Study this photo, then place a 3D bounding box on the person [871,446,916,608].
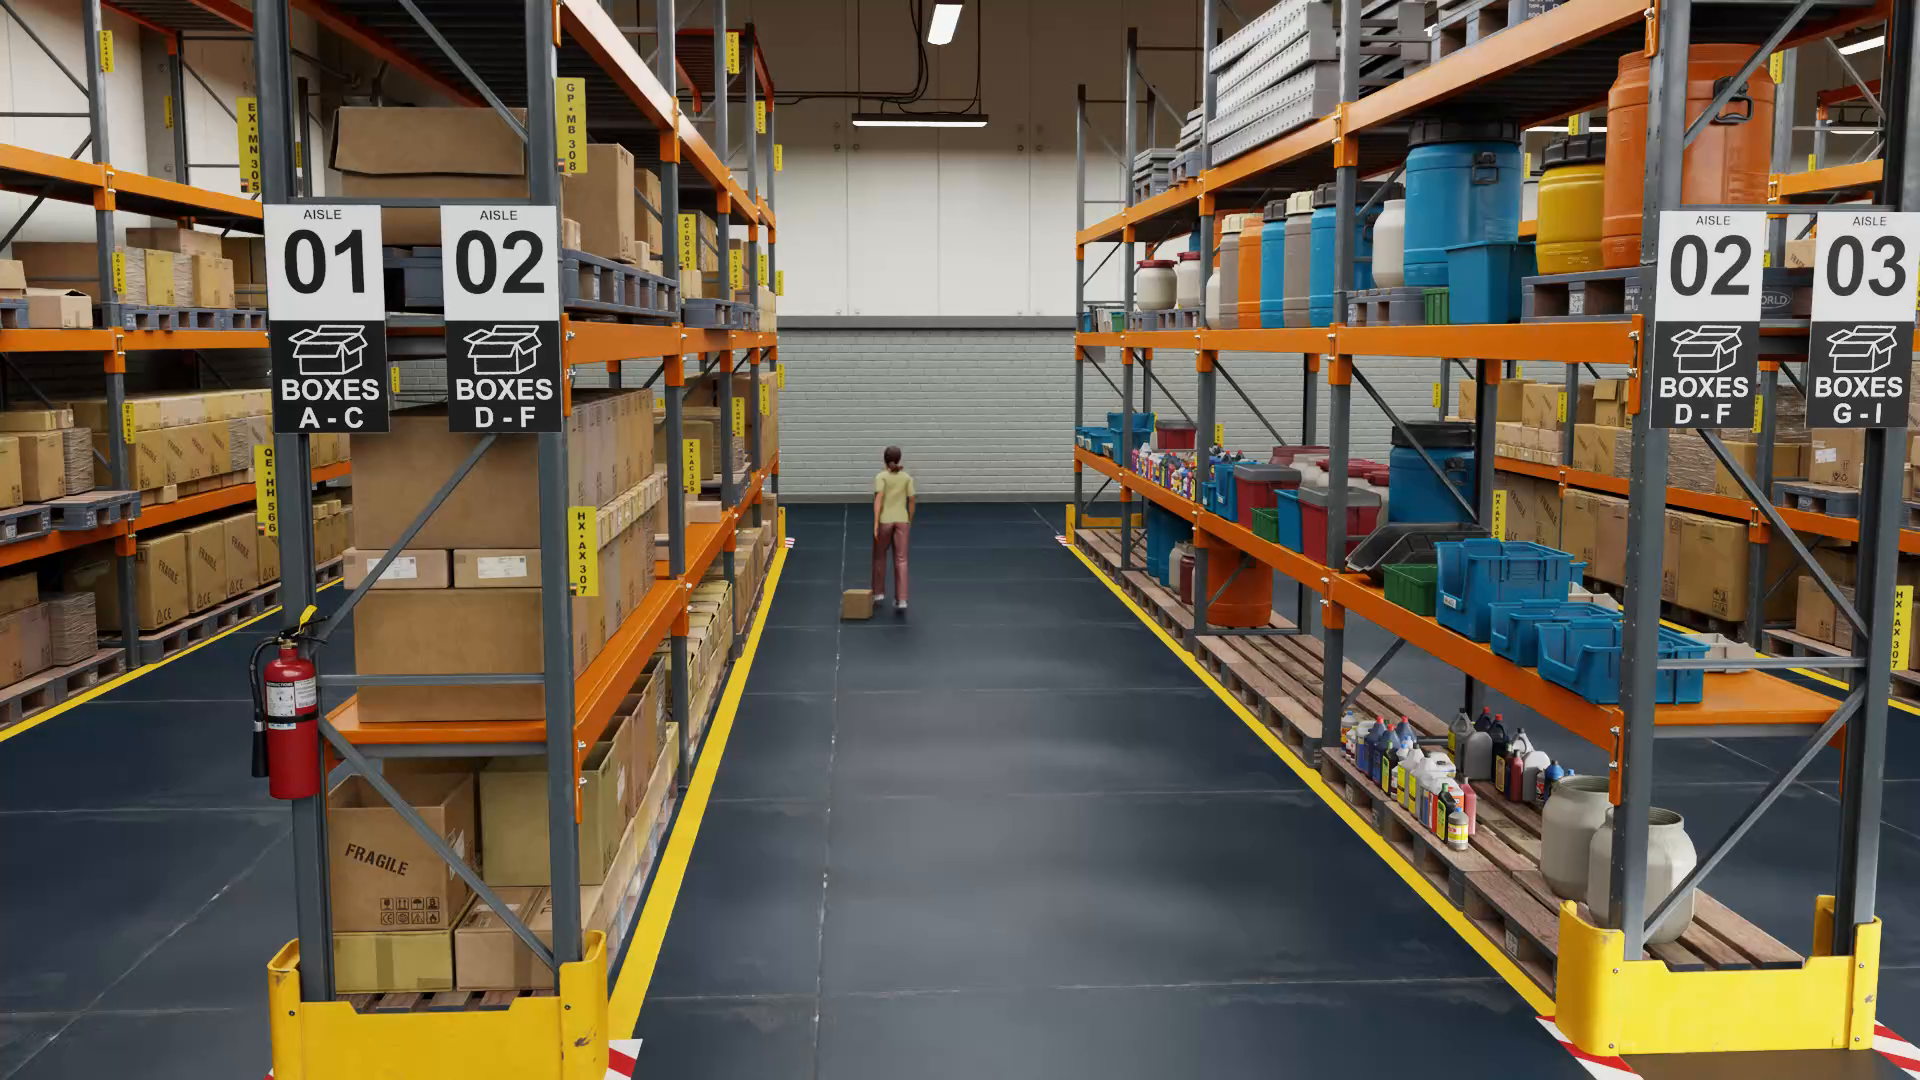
[{"bbox_3d":[-0.683,-0.151,16.921,0.474,1.612,0.952,-2,7,-13],"label":"person"}]
